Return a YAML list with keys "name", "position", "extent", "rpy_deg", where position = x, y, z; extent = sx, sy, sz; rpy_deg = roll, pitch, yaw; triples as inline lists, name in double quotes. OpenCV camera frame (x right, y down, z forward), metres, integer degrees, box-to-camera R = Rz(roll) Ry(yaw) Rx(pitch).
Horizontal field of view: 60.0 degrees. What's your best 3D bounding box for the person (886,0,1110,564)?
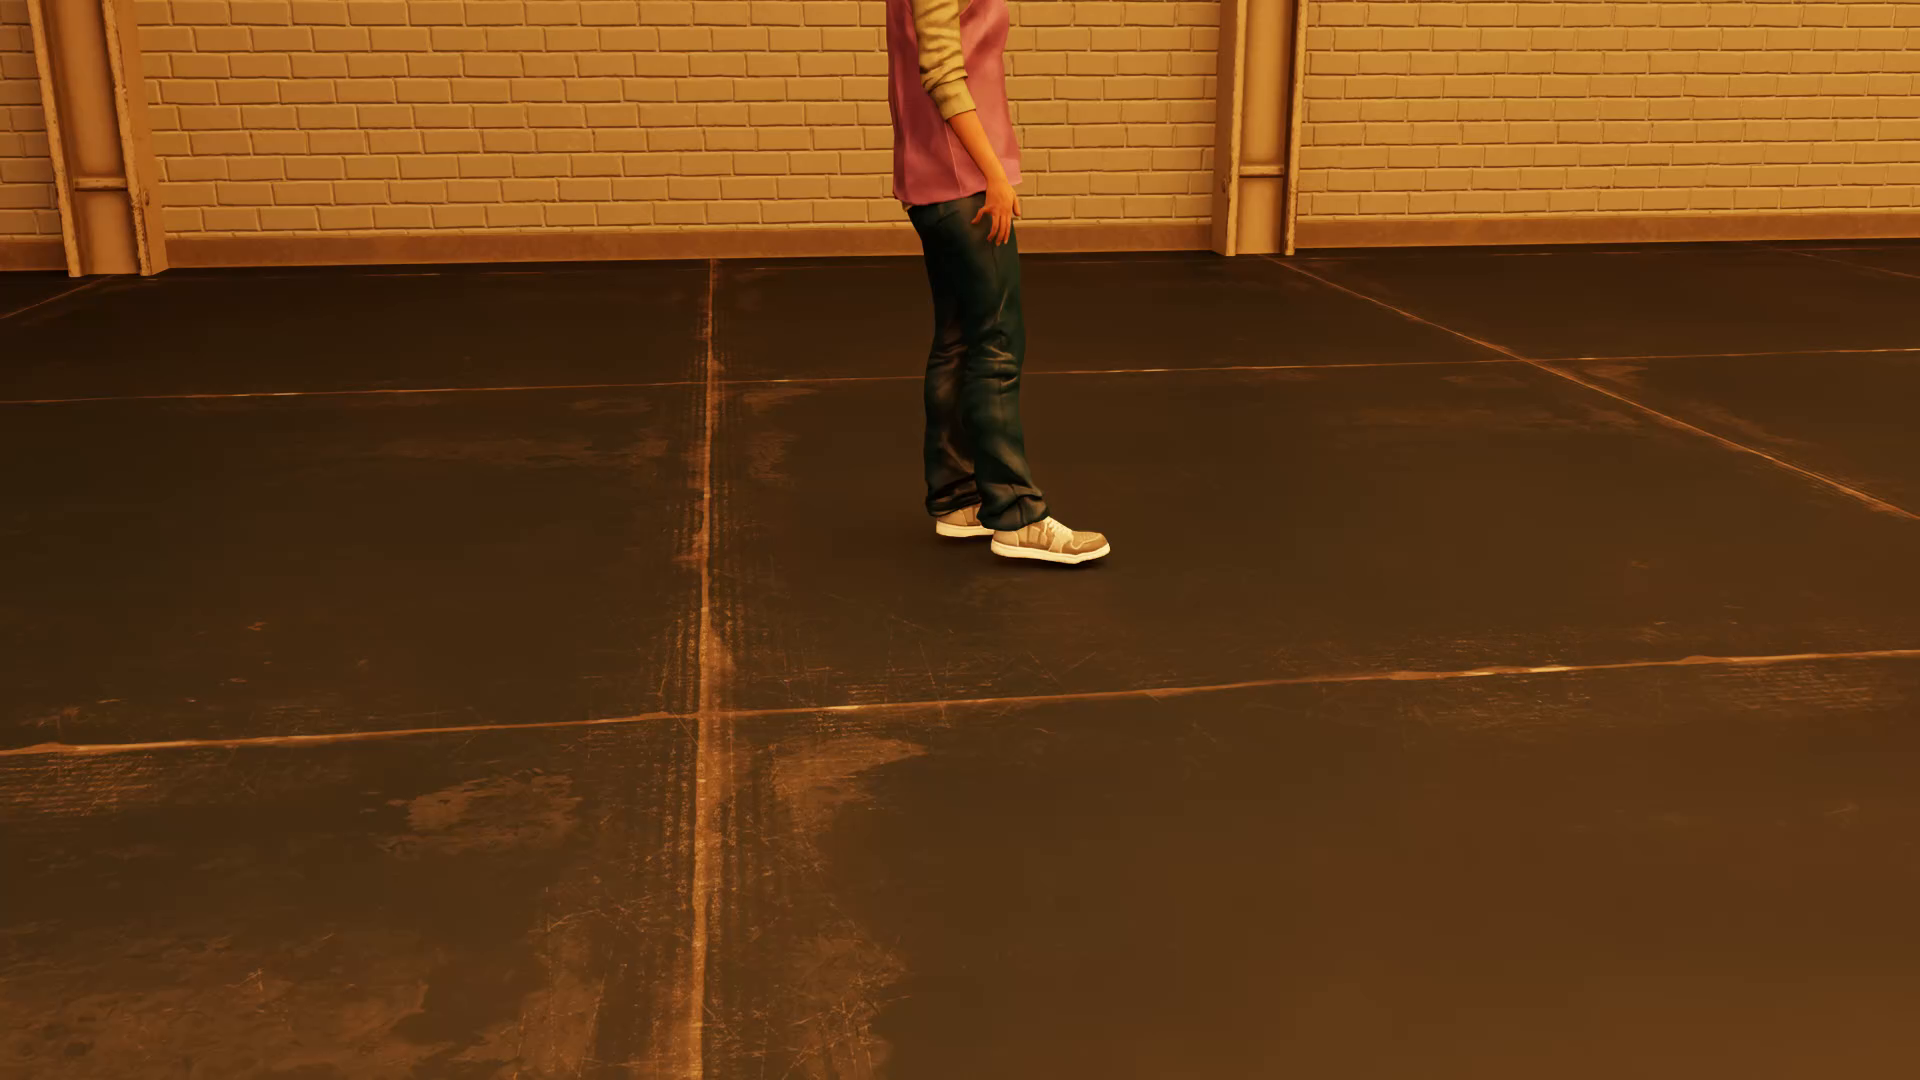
- name: "person"
  position: [0.076, -0.771, 3.730]
  extent: [0.473, 1.599, 0.520]
  rpy_deg: [-2, 17, -8]
